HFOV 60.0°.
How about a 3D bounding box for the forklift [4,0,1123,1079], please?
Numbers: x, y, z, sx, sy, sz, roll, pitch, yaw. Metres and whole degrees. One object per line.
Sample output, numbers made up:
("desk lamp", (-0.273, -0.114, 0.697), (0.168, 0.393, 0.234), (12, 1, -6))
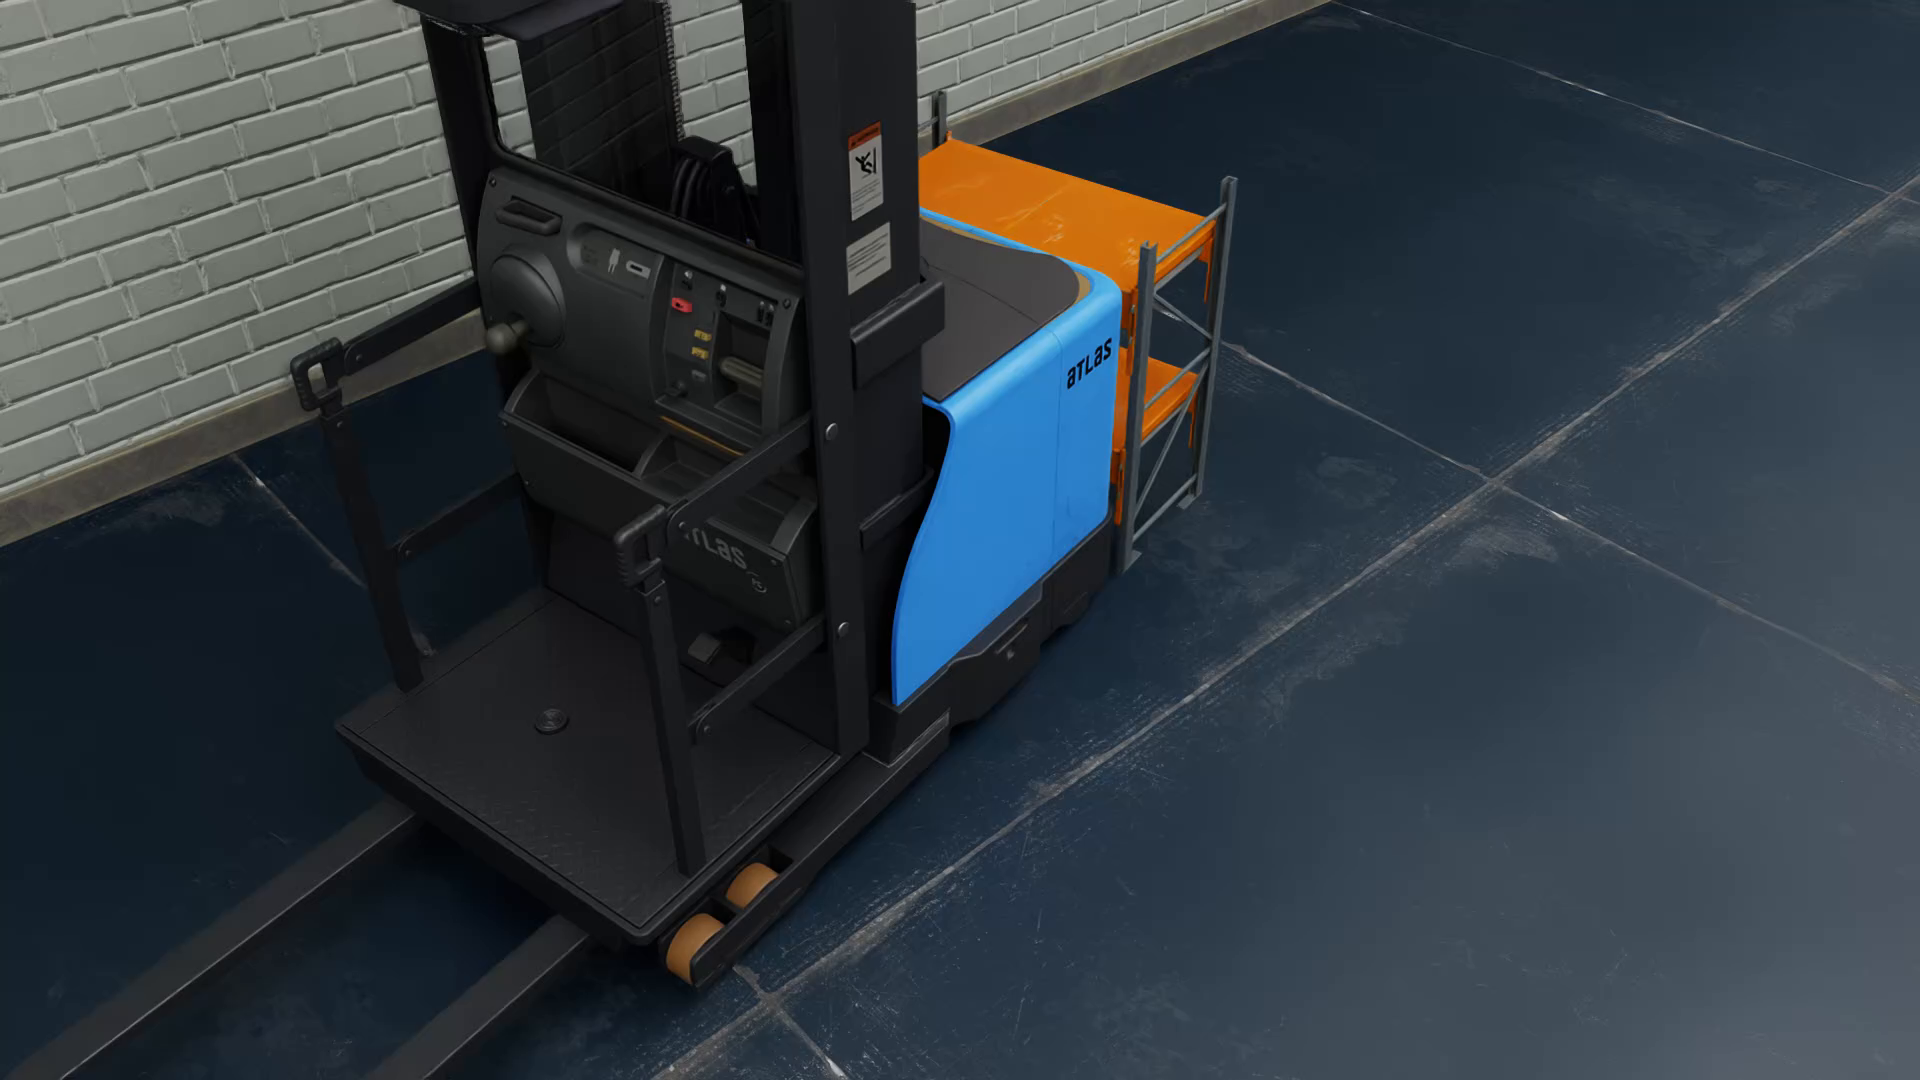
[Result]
("forklift", (-0.840, -0.439, 3.461), (1.130, 2.935, 3.031), (25, 45, 28))

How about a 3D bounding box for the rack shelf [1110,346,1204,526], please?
("rack shelf", (0.220, -0.463, 5.317), (1.000, 0.278, 0.538), (24, 45, 27))

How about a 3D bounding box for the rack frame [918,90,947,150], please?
("rack frame", (-0.196, -0.837, 5.391), (0.032, 1.125, 0.500), (24, 45, 27))

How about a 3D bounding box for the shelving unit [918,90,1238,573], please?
("shelving unit", (0.220, -0.653, 5.164), (1.048, 1.125, 0.538), (24, 45, 27))

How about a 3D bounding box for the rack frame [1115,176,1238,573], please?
("rack frame", (0.635, -0.470, 4.936), (0.032, 1.125, 0.500), (24, 45, 27))

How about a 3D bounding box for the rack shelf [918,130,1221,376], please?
("rack shelf", (0.220, -0.881, 4.980), (1.000, 0.278, 0.538), (24, 45, 27))
